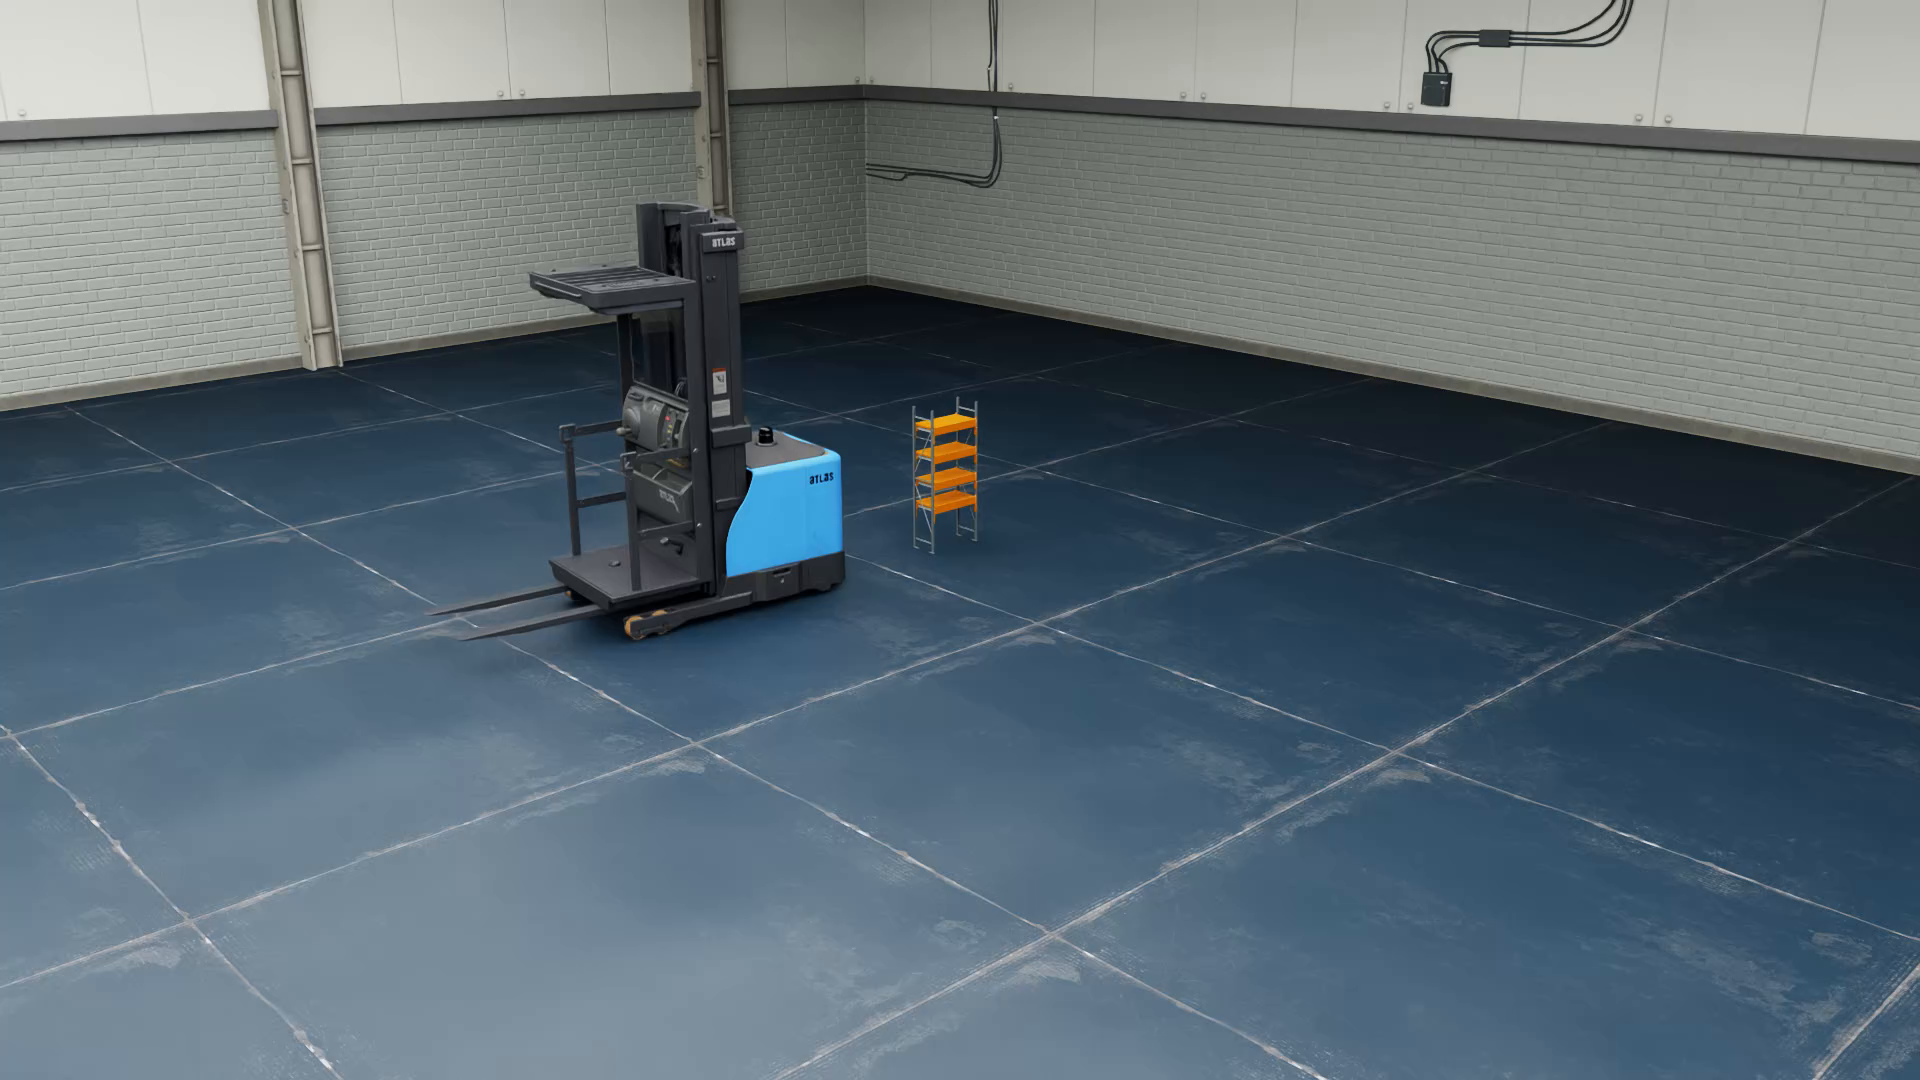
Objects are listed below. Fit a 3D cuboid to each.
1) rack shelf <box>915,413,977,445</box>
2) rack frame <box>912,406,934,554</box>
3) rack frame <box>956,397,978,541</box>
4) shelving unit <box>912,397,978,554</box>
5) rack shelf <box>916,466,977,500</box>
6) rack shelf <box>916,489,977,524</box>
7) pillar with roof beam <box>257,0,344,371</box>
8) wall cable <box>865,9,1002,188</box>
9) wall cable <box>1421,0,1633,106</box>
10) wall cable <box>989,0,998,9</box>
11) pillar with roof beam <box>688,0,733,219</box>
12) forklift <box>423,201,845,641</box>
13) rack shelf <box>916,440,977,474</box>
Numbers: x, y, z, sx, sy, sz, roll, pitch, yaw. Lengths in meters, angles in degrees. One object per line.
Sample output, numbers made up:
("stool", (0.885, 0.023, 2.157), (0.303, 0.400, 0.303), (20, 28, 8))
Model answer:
("rack shelf", (-0.120, -0.909, 13.570), (0.480, 0.148, 0.258), (-16, 24, -41))
("rack frame", (-0.298, -0.484, 13.532), (0.015, 1.200, 0.240), (-16, 24, -41))
("rack frame", (0.057, -0.587, 13.851), (0.015, 1.200, 0.240), (-16, 24, -41))
("shelving unit", (-0.120, -0.536, 13.691), (0.503, 1.200, 0.258), (-16, 24, -41))
("rack shelf", (-0.120, -0.472, 13.712), (0.480, 0.148, 0.258), (-16, 24, -41))
("rack shelf", (-0.120, -0.283, 13.773), (0.480, 0.148, 0.258), (-16, 24, -41))
("pillar with roof beam", (-4.944, -5.469, 16.263), (0.400, 9.000, 9.100), (-16, 24, -41))
("wall cable", (-0.493, -6.556, 24.651), (0.112, 2.526, 3.097), (-16, 24, -41))
("wall cable", (6.018, -7.520, 17.075), (0.169, 6.003, 2.305), (-16, 24, -41))
("wall cable", (1.365, -8.353, 22.002), (0.112, 2.526, 3.097), (-16, 24, -41))
("pillar with roof beam", (-0.585, -6.741, 20.185), (0.400, 9.000, 9.100), (-16, 24, -41))
("forklift", (-2.367, -0.870, 11.916), (3.031, 2.935, 1.130), (-13, 22, -35))
("rack shelf", (-0.120, -0.684, 13.643), (0.480, 0.148, 0.258), (-16, 24, -41))
